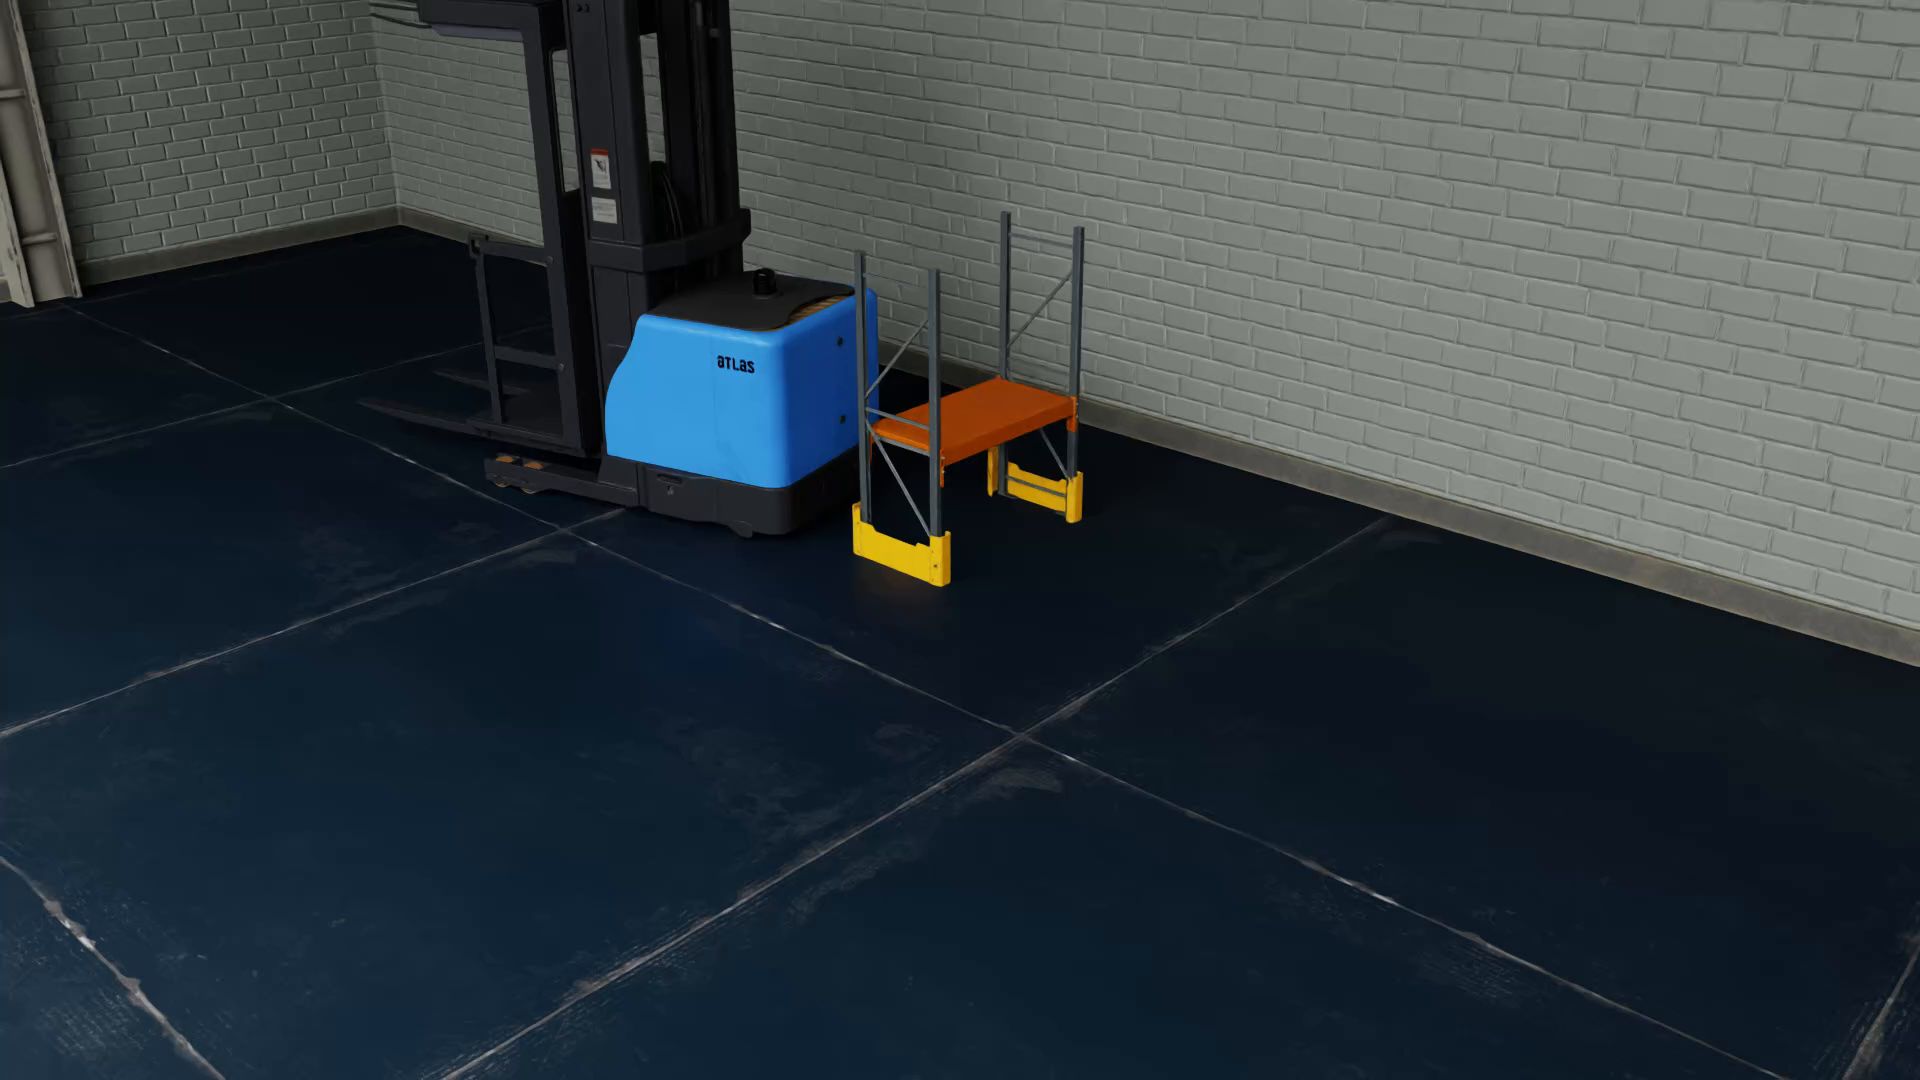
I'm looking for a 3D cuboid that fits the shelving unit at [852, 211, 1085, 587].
[{"bbox_3d":[0.051,-0.708,7.995,0.587,1.500,1.083,20,31,38],"label":"shelving unit"}]

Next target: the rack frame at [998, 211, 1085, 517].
[{"bbox_3d":[0.396,-0.865,8.347,0.500,1.500,0.032,20,31,38],"label":"rack frame"}]

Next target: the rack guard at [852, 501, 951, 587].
[{"bbox_3d":[-0.281,0.014,7.912,0.587,0.250,0.087,20,31,38],"label":"rack guard"}]

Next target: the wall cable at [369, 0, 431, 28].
[{"bbox_3d":[-3.751,-5.001,12.199,3.097,2.526,0.112,20,31,38],"label":"wall cable"}]

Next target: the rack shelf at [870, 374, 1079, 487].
[{"bbox_3d":[0.057,-0.546,8.075,0.538,0.185,1.000,20,31,38],"label":"rack shelf"}]

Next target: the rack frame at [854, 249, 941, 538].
[{"bbox_3d":[-0.282,-0.555,7.656,0.500,1.500,0.032,20,31,38],"label":"rack frame"}]

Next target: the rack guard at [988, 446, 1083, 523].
[{"bbox_3d":[0.383,-0.289,8.589,0.587,0.250,0.087,20,31,38],"label":"rack guard"}]

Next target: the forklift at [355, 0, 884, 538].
[{"bbox_3d":[-1.955,-1.759,8.590,3.031,2.935,1.130,12,27,25],"label":"forklift"}]

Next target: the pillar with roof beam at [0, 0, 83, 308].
[{"bbox_3d":[-3.496,-4.706,7.746,9.100,9.000,0.400,20,31,38],"label":"pillar with roof beam"}]
